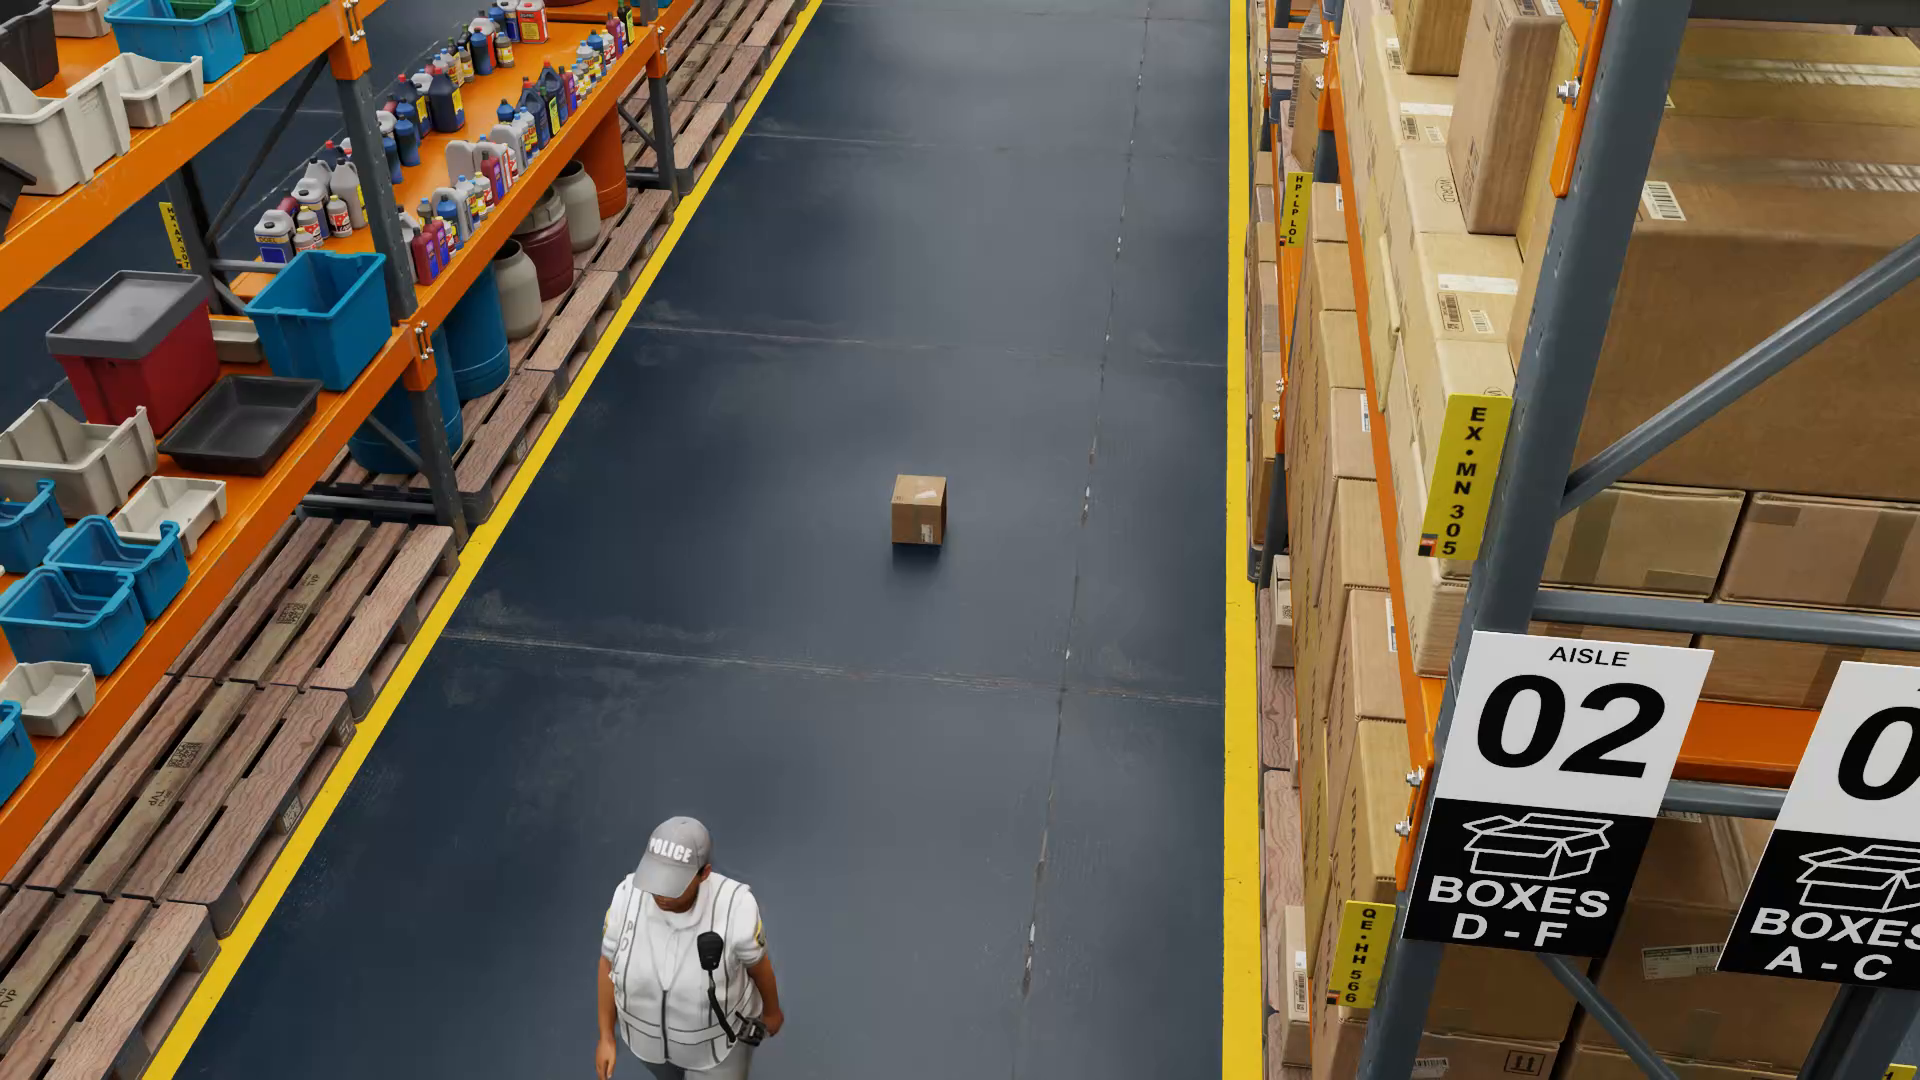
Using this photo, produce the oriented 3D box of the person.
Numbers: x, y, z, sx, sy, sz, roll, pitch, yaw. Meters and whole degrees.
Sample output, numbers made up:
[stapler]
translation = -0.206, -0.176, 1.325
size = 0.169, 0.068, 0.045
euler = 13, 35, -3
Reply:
[person]
translation = -0.833, 1.470, 5.043
size = 0.497, 1.611, 1.010
euler = 9, 37, 11
